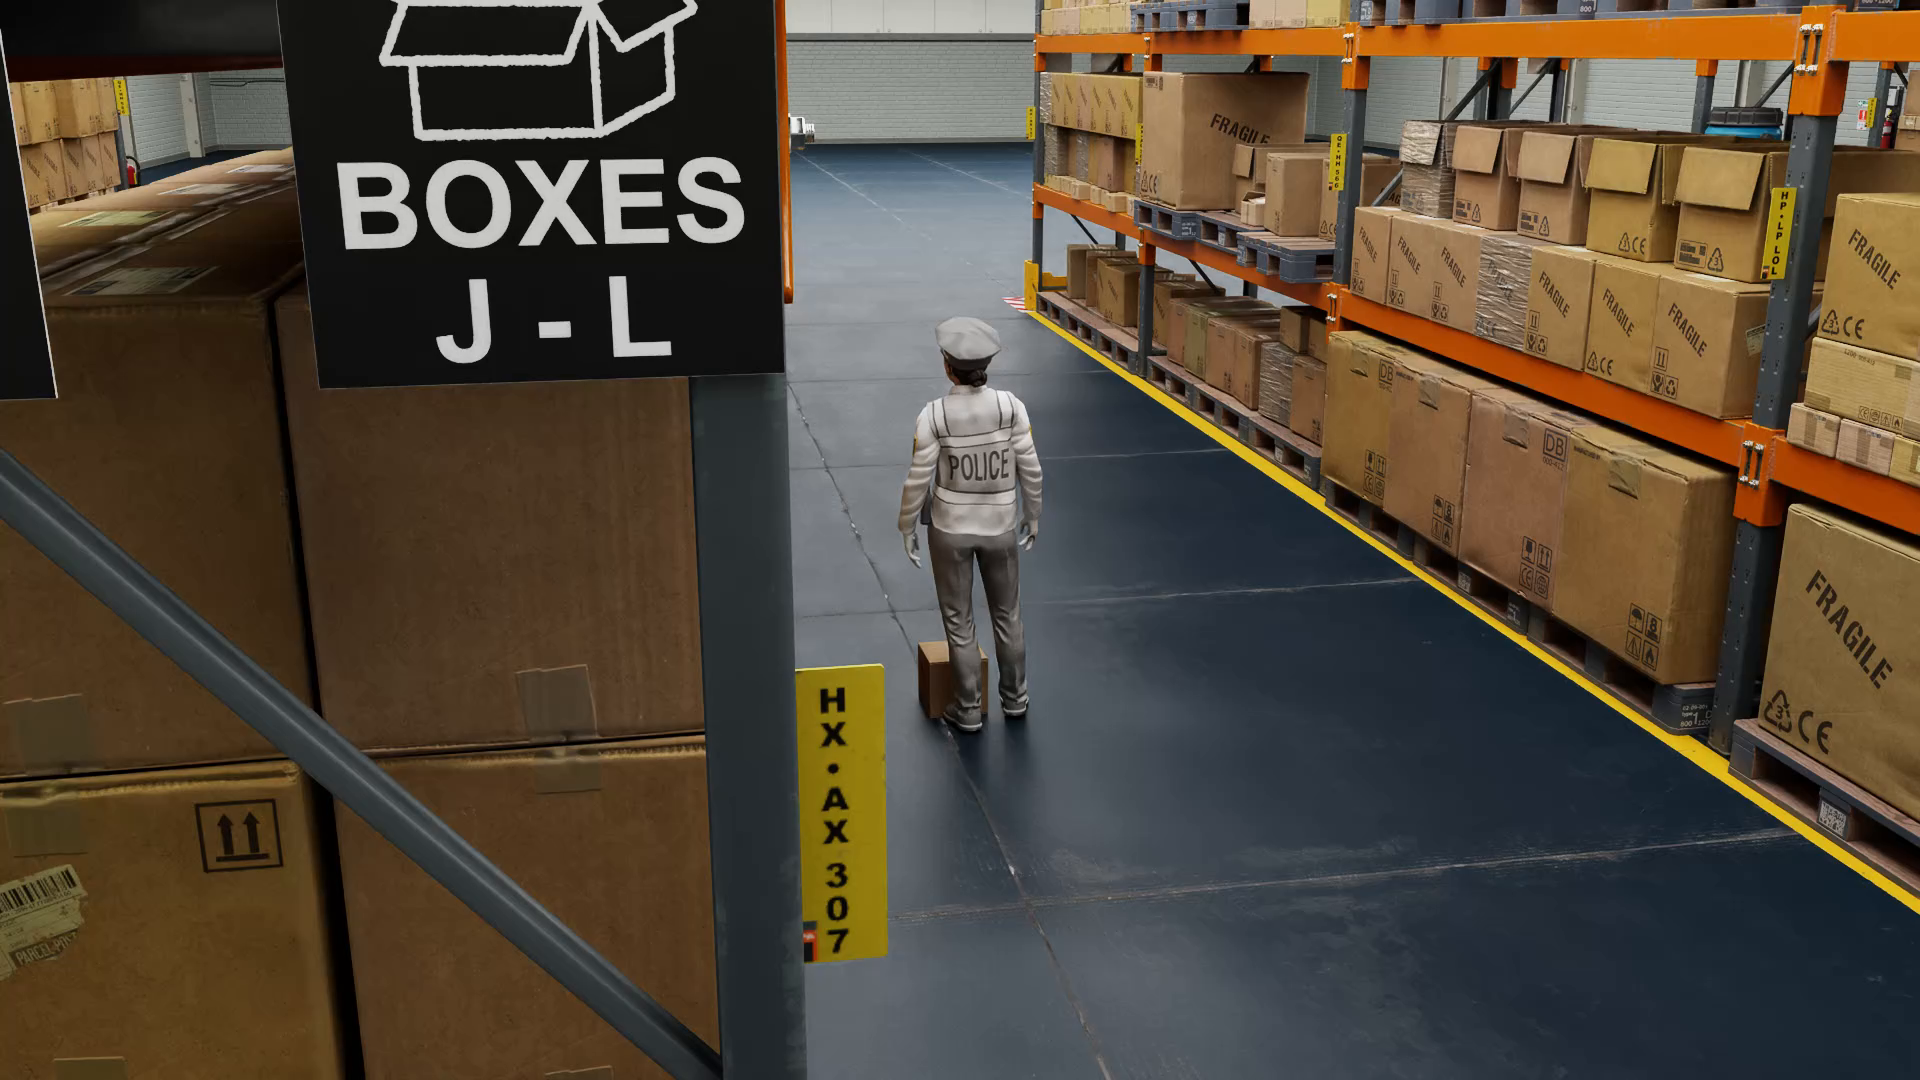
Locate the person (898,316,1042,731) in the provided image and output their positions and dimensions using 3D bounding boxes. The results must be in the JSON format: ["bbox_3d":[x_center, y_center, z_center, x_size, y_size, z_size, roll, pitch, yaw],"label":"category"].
[{"bbox_3d":[0.037,-0.059,6.647,0.588,1.696,0.532,-3,17,-11],"label":"person"}]
